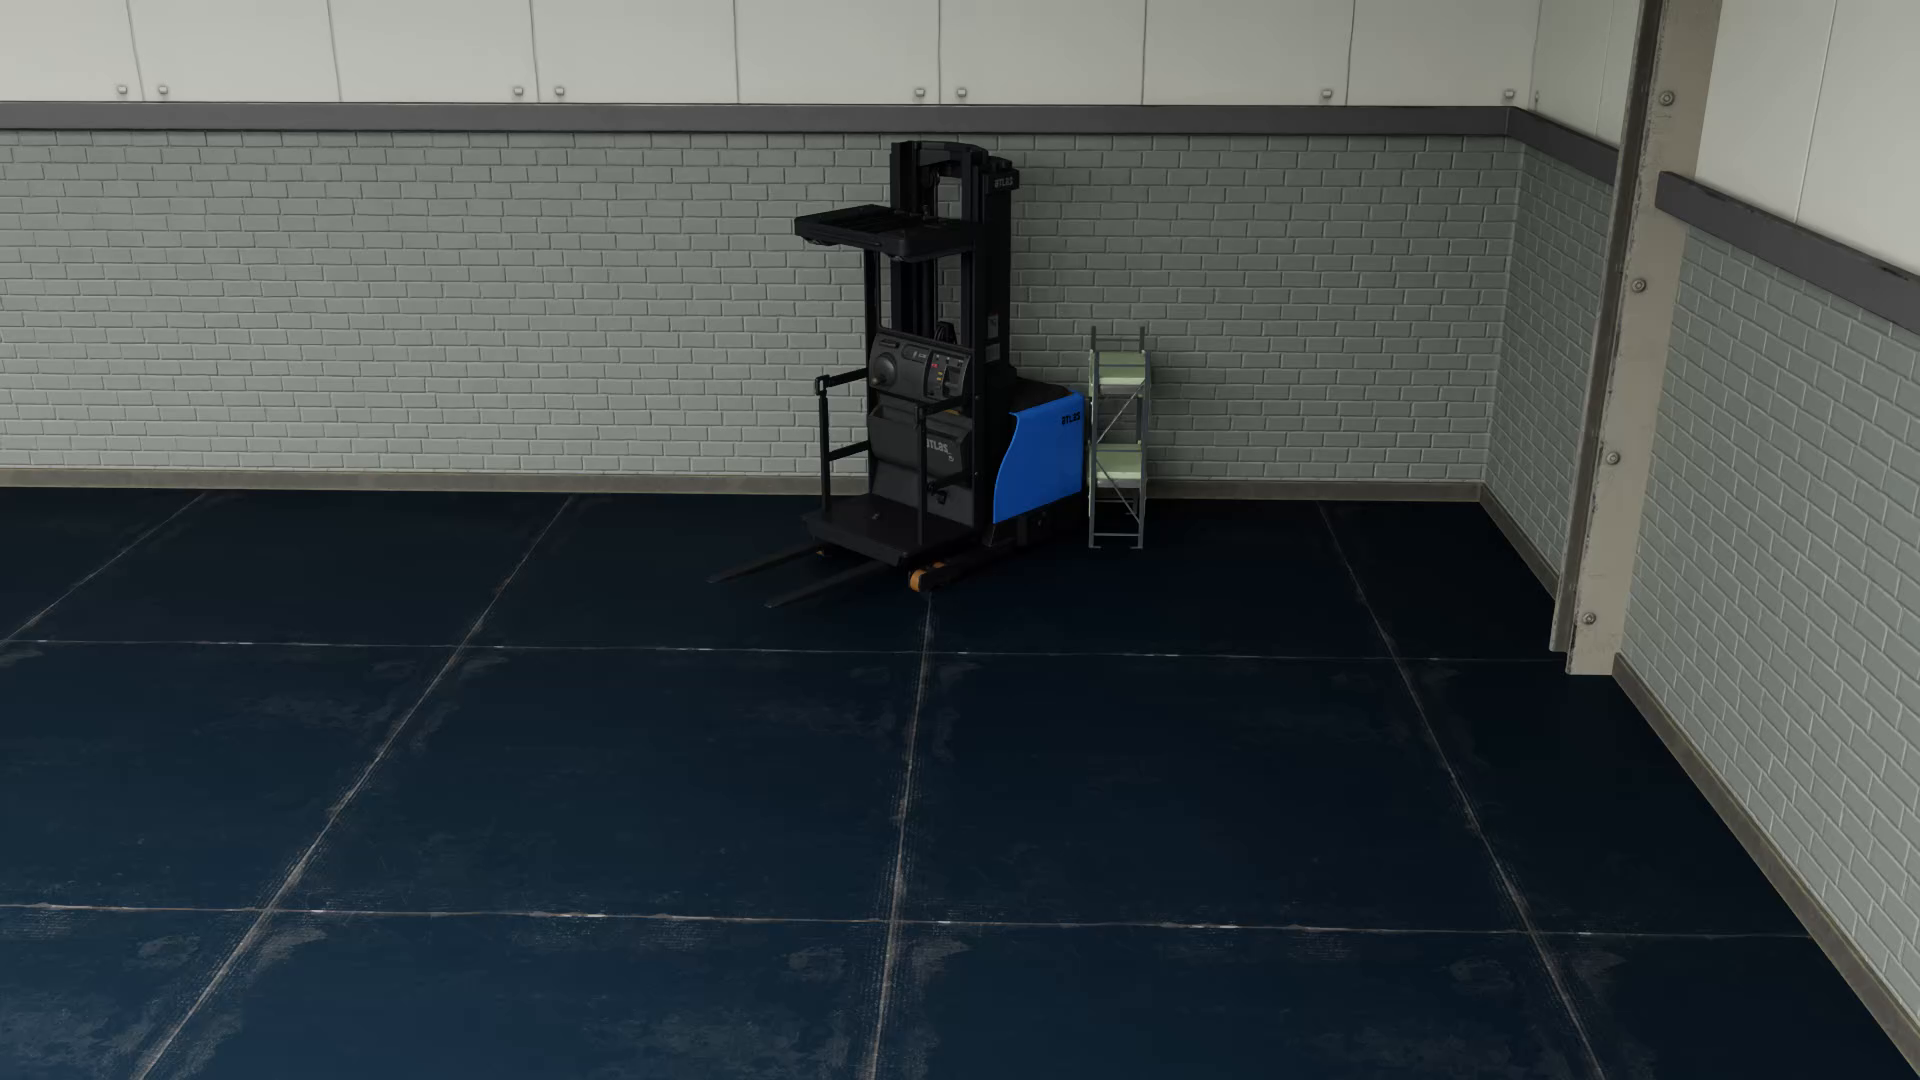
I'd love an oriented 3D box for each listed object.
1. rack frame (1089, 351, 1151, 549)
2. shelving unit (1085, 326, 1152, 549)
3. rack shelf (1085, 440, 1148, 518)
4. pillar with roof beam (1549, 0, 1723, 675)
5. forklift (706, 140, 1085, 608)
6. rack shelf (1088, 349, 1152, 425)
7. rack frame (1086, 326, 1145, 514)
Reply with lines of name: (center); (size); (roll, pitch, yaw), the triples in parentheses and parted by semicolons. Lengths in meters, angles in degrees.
rack frame: (1.159, -0.643, 12.113); (0.400, 1.500, 0.023); (1, 21, 2)
shelving unit: (1.175, -0.775, 12.453); (0.431, 1.500, 0.755); (1, 21, 2)
rack shelf: (1.175, -0.471, 12.571); (0.431, 0.370, 0.720); (1, 21, 2)
pillar with roof beam: (-0.353, -3.475, 9.046); (9.100, 9.000, 0.400); (1, 21, 2)
forklift: (-0.432, -1.202, 11.575); (1.130, 2.935, 3.031); (19, 28, 40)
rack shelf: (1.175, -1.139, 12.312); (0.431, 0.370, 0.720); (1, 21, 2)
rack frame: (1.190, -0.907, 12.794); (0.400, 1.500, 0.023); (1, 21, 2)
